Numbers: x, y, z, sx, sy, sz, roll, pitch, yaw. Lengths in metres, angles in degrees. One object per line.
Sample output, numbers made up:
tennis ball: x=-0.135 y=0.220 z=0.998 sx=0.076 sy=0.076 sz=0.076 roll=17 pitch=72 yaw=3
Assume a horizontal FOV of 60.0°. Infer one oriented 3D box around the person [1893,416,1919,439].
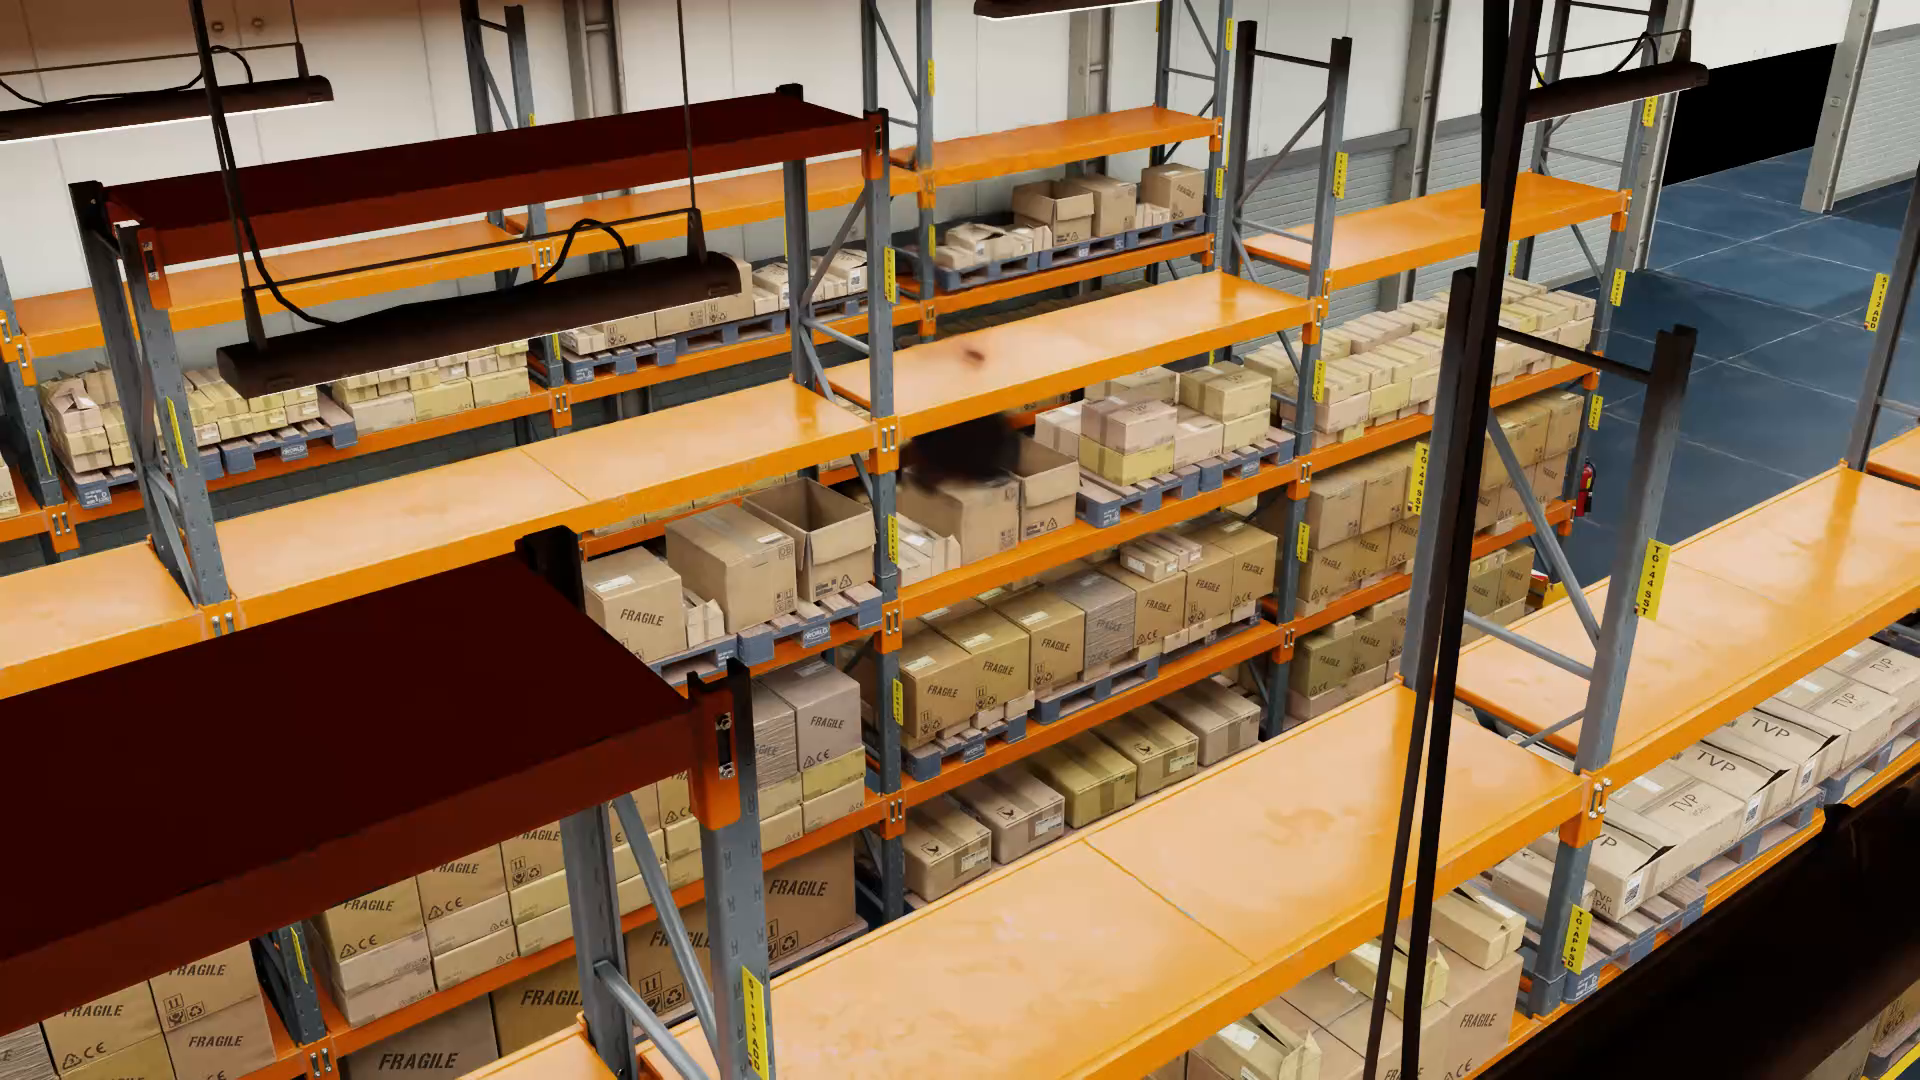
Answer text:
person: x=10.068 y=-0.618 z=17.537 sx=0.630 sy=1.632 sz=0.796 roll=5 pitch=27 yaw=11
